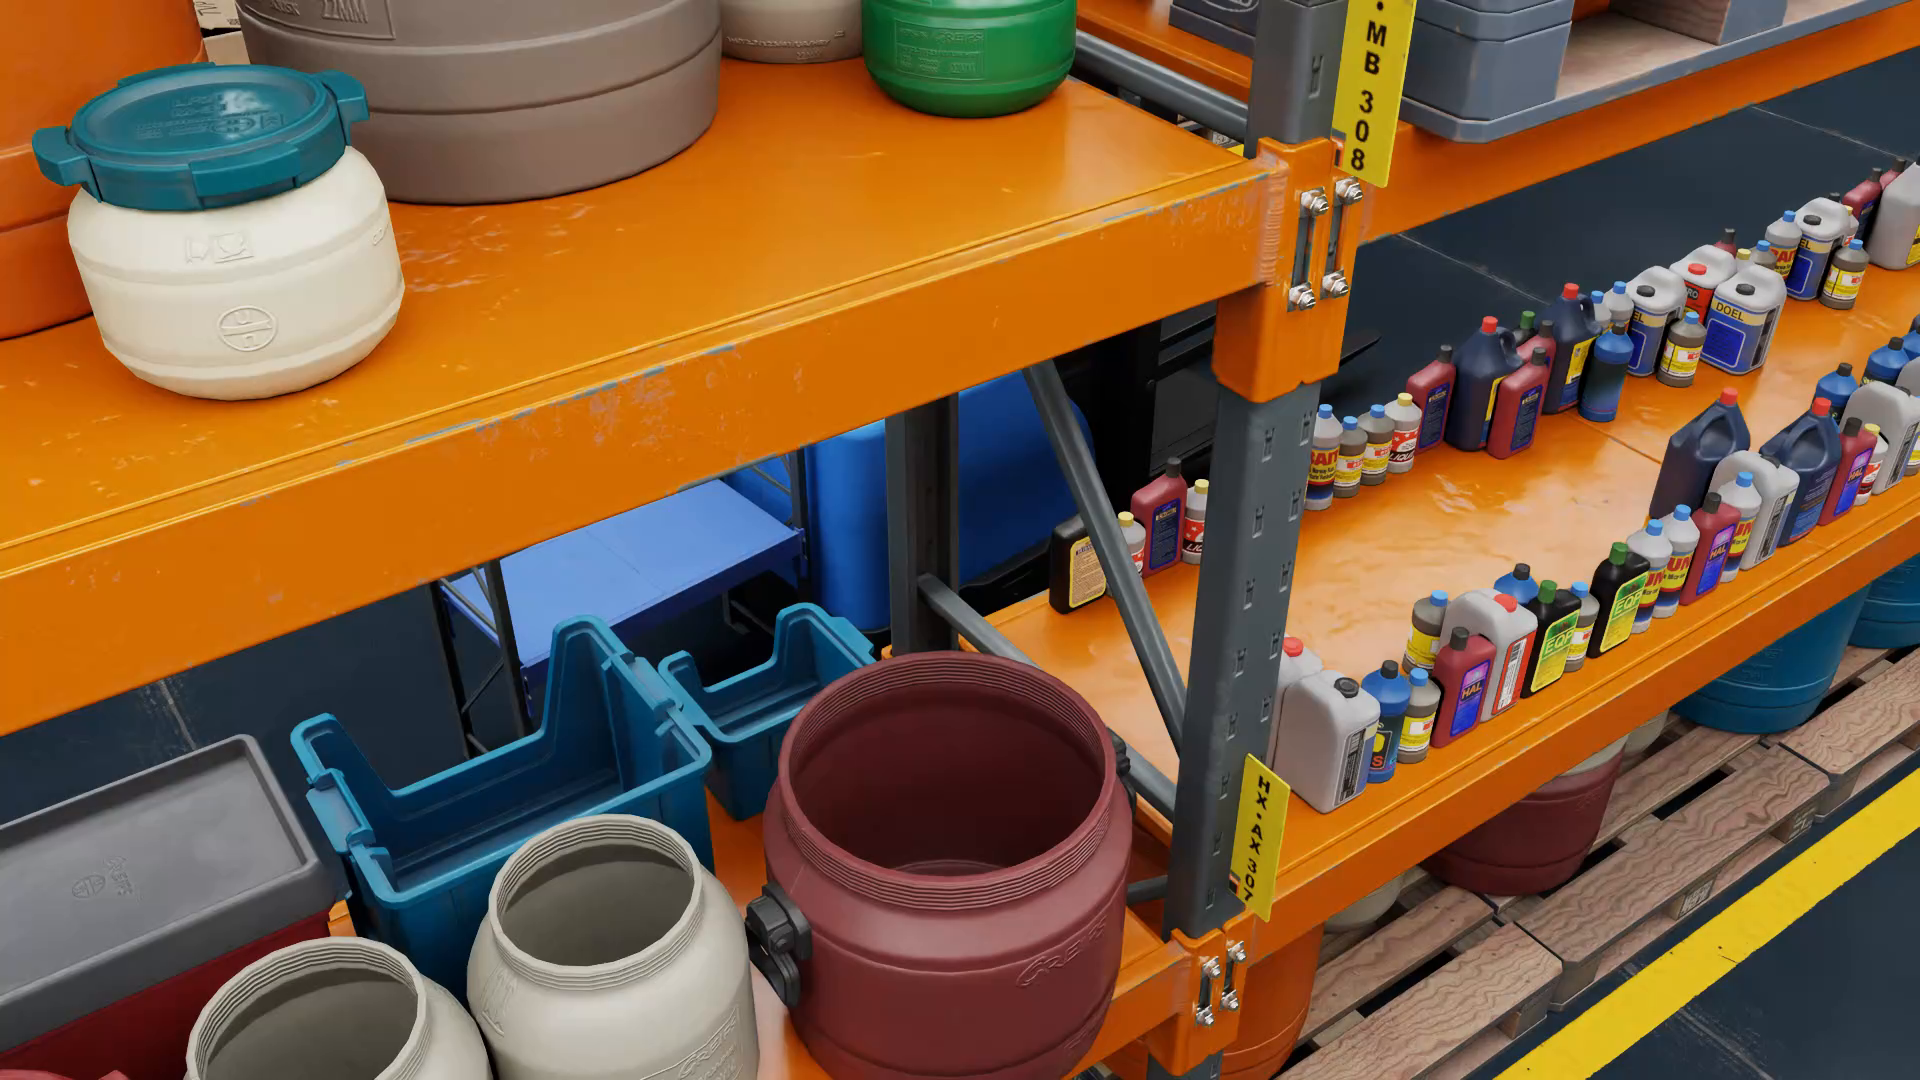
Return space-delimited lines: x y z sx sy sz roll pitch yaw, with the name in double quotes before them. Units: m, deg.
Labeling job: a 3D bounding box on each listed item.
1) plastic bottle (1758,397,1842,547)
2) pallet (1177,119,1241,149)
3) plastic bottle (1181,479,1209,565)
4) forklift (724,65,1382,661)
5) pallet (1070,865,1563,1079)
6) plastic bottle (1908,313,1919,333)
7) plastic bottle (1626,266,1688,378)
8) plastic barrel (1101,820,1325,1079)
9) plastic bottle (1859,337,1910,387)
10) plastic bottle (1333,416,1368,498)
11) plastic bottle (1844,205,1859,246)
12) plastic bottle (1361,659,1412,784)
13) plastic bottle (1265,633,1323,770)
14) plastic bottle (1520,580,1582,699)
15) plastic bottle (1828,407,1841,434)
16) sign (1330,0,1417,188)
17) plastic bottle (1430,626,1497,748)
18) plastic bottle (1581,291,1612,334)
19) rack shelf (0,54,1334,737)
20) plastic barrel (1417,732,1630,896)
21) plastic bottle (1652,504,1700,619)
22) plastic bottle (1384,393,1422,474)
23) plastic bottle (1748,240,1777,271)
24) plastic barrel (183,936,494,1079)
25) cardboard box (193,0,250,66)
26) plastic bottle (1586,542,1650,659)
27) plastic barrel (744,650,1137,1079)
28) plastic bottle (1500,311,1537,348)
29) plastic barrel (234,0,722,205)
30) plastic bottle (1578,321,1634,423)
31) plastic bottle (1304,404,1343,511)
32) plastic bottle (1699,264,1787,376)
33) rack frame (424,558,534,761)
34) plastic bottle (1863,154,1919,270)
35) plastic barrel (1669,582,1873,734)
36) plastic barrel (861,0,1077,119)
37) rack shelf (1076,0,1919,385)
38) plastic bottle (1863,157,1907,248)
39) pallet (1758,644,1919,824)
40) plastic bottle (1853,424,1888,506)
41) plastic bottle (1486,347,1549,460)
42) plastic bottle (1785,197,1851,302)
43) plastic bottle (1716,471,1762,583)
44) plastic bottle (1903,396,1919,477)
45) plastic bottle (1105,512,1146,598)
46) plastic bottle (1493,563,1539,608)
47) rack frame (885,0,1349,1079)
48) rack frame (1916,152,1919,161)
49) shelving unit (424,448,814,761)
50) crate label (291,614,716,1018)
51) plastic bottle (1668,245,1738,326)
"plastic bottle" 1.991 -0.173 3.964 0.185 0.351 0.144 -22 41 -28
"pallet" 1.166 -2.493 9.535 1.213 0.211 1.003 -22 41 -28
"plastic bottle" 0.563 -0.050 3.921 0.097 0.201 0.097 0 36 0
"forklift" 0.461 -1.436 5.737 3.031 2.935 1.130 -28 44 -33
"pallet" 0.805 1.164 4.451 1.213 0.211 1.003 -22 41 -28
"plastic bottle" 2.657 -0.550 4.488 0.185 0.351 0.144 -22 41 -28
"plastic bottle" 1.910 -0.615 4.643 0.135 0.276 0.152 -22 41 -28
"plastic barrel" 0.575 0.854 3.992 0.708 0.830 0.600 -22 41 -28
"plastic bottle" 2.410 -0.405 4.355 0.097 0.271 0.097 0 36 0
"plastic bottle" 0.961 -0.214 4.149 0.097 0.201 0.097 0 36 0
"plastic bottle" 2.716 -0.936 5.153 0.097 0.201 0.097 0 36 0
"plastic bottle" 0.835 0.352 3.302 0.097 0.271 0.097 0 36 0
"plastic bottle" 0.637 0.303 3.366 0.135 0.276 0.152 -22 41 -28
"plastic bottle" 1.238 0.194 3.512 0.133 0.283 0.061 -22 41 -28
"plastic bottle" 2.085 -0.206 4.078 0.097 0.271 0.097 0 36 0
"sign" 0.507 -0.599 2.034 0.005 0.325 0.100 -22 41 -28
"plastic bottle" 1.019 0.284 3.386 0.133 0.283 0.061 -22 41 -28
"plastic bottle" 1.720 -0.555 4.562 0.097 0.271 0.097 0 36 0
"rack shelf" -1.450 0.064 1.640 4.000 0.370 1.077 -22 41 -28
"plastic barrel" 1.498 0.573 4.591 0.708 0.588 0.600 -22 41 -28
"plastic bottle" 1.590 0.041 3.735 0.097 0.271 0.097 0 36 0
"plastic bottle" 1.120 -0.279 4.240 0.097 0.201 0.097 0 36 0
"plastic bottle" 2.367 -0.793 4.953 0.097 0.201 0.097 0 36 0
"plastic barrel" -0.878 0.861 2.388 0.421 0.512 0.421 0 36 0
"cardboard box" -2.988 -1.911 6.415 0.500 0.311 0.500 -20 40 -25
"plastic bottle" 1.427 0.116 3.619 0.133 0.283 0.061 -22 41 -28
"plastic barrel" -0.020 0.562 2.783 0.708 0.536 0.600 -22 41 -28
"plastic bottle" 1.464 -0.467 4.431 0.133 0.283 0.061 -22 41 -28
"plastic barrel" -0.612 -0.932 1.979 0.600 0.901 0.600 0 36 0
"plastic bottle" 1.723 -0.453 4.421 0.097 0.271 0.097 0 36 0
"plastic bottle" 0.881 -0.210 4.083 0.097 0.271 0.097 0 36 0
"plastic bottle" 2.187 -0.621 4.650 0.135 0.276 0.152 -22 41 -28
"rack frame" -1.400 0.179 4.716 0.032 1.500 0.500 -28 44 -33
"plastic bottle" 2.947 -1.032 5.157 0.185 0.351 0.144 -22 41 -28
"plastic barrel" 2.421 0.066 5.027 0.708 0.901 0.600 -22 41 -28
"plastic barrel" 0.012 -0.731 2.261 0.294 0.245 0.294 0 36 0
"rack shelf" 1.819 -1.282 3.510 4.000 0.370 1.077 -22 41 -28
"plastic bottle" 2.909 -1.062 5.257 0.133 0.283 0.061 -22 41 -28
"pallet" 2.799 0.343 5.593 1.213 0.211 1.003 -22 41 -28
"plastic bottle" 2.229 -0.194 4.120 0.097 0.201 0.097 0 36 0
"plastic bottle" 1.438 -0.354 4.272 0.133 0.283 0.061 -22 41 -28
"plastic bottle" 2.557 -0.882 5.013 0.135 0.276 0.152 -22 41 -28
"plastic bottle" 1.779 -0.037 3.842 0.097 0.271 0.097 0 36 0
"plastic bottle" 2.418 -0.272 4.229 0.097 0.201 0.097 0 36 0
"plastic bottle" 0.374 0.027 3.813 0.097 0.201 0.097 0 36 0
"plastic bottle" 1.178 0.167 3.559 0.097 0.271 0.097 0 36 0
"rack frame" 0.185 0.317 3.241 0.127 3.000 1.000 -22 41 -28
"rack frame" 3.454 -1.029 5.112 0.127 3.000 1.000 -22 41 -28
"shelving unit" -1.025 -0.021 4.994 1.048 1.500 0.538 -28 44 -33
"crate label" -0.783 0.507 2.945 0.616 0.435 0.502 -22 41 -28
"plastic bottle" 2.099 -0.693 4.751 0.135 0.276 0.152 -22 41 -28
